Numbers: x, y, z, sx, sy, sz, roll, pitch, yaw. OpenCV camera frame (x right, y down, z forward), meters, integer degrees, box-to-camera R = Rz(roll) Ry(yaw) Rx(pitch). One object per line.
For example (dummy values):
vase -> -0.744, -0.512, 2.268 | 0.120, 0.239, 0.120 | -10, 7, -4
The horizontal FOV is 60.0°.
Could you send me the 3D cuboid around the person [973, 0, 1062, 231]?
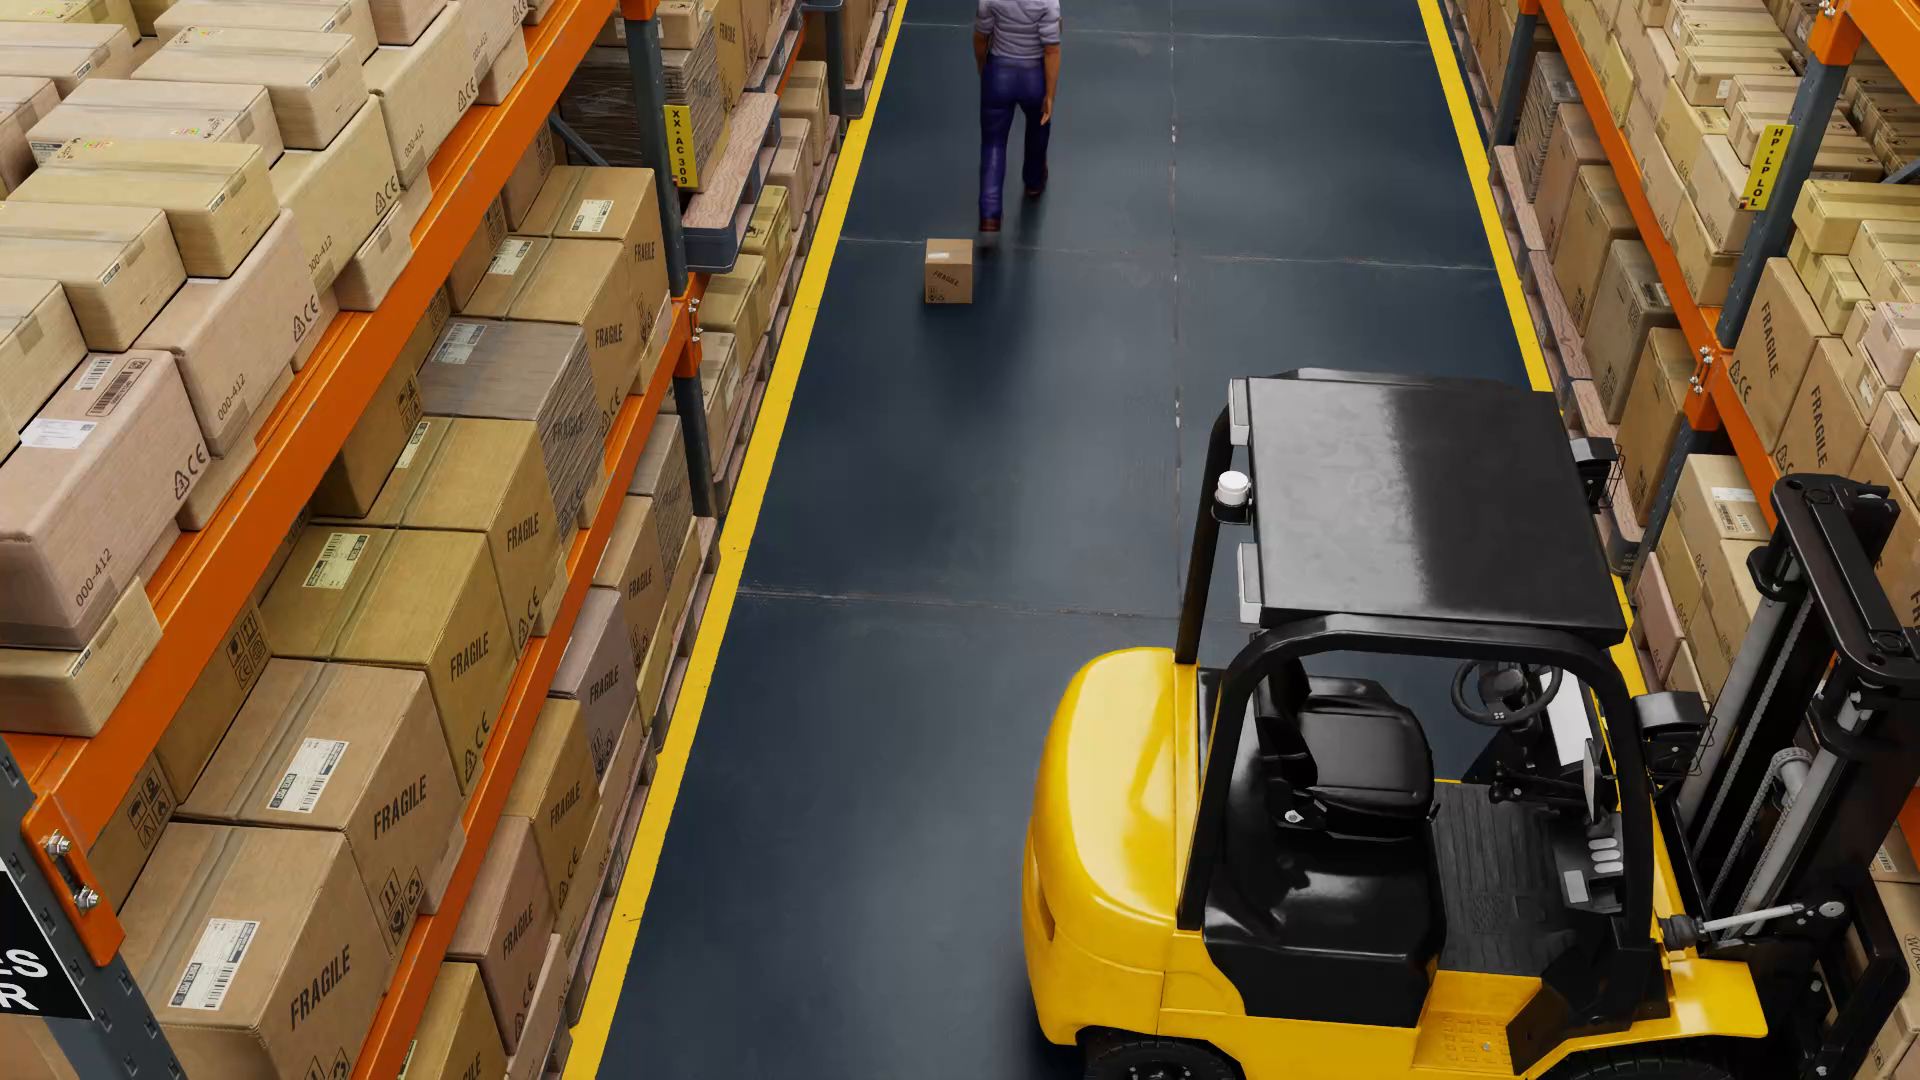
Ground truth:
person -> 0.306, -2.509, 9.122 | 0.484, 1.593, 0.993 | 3, 40, 4
